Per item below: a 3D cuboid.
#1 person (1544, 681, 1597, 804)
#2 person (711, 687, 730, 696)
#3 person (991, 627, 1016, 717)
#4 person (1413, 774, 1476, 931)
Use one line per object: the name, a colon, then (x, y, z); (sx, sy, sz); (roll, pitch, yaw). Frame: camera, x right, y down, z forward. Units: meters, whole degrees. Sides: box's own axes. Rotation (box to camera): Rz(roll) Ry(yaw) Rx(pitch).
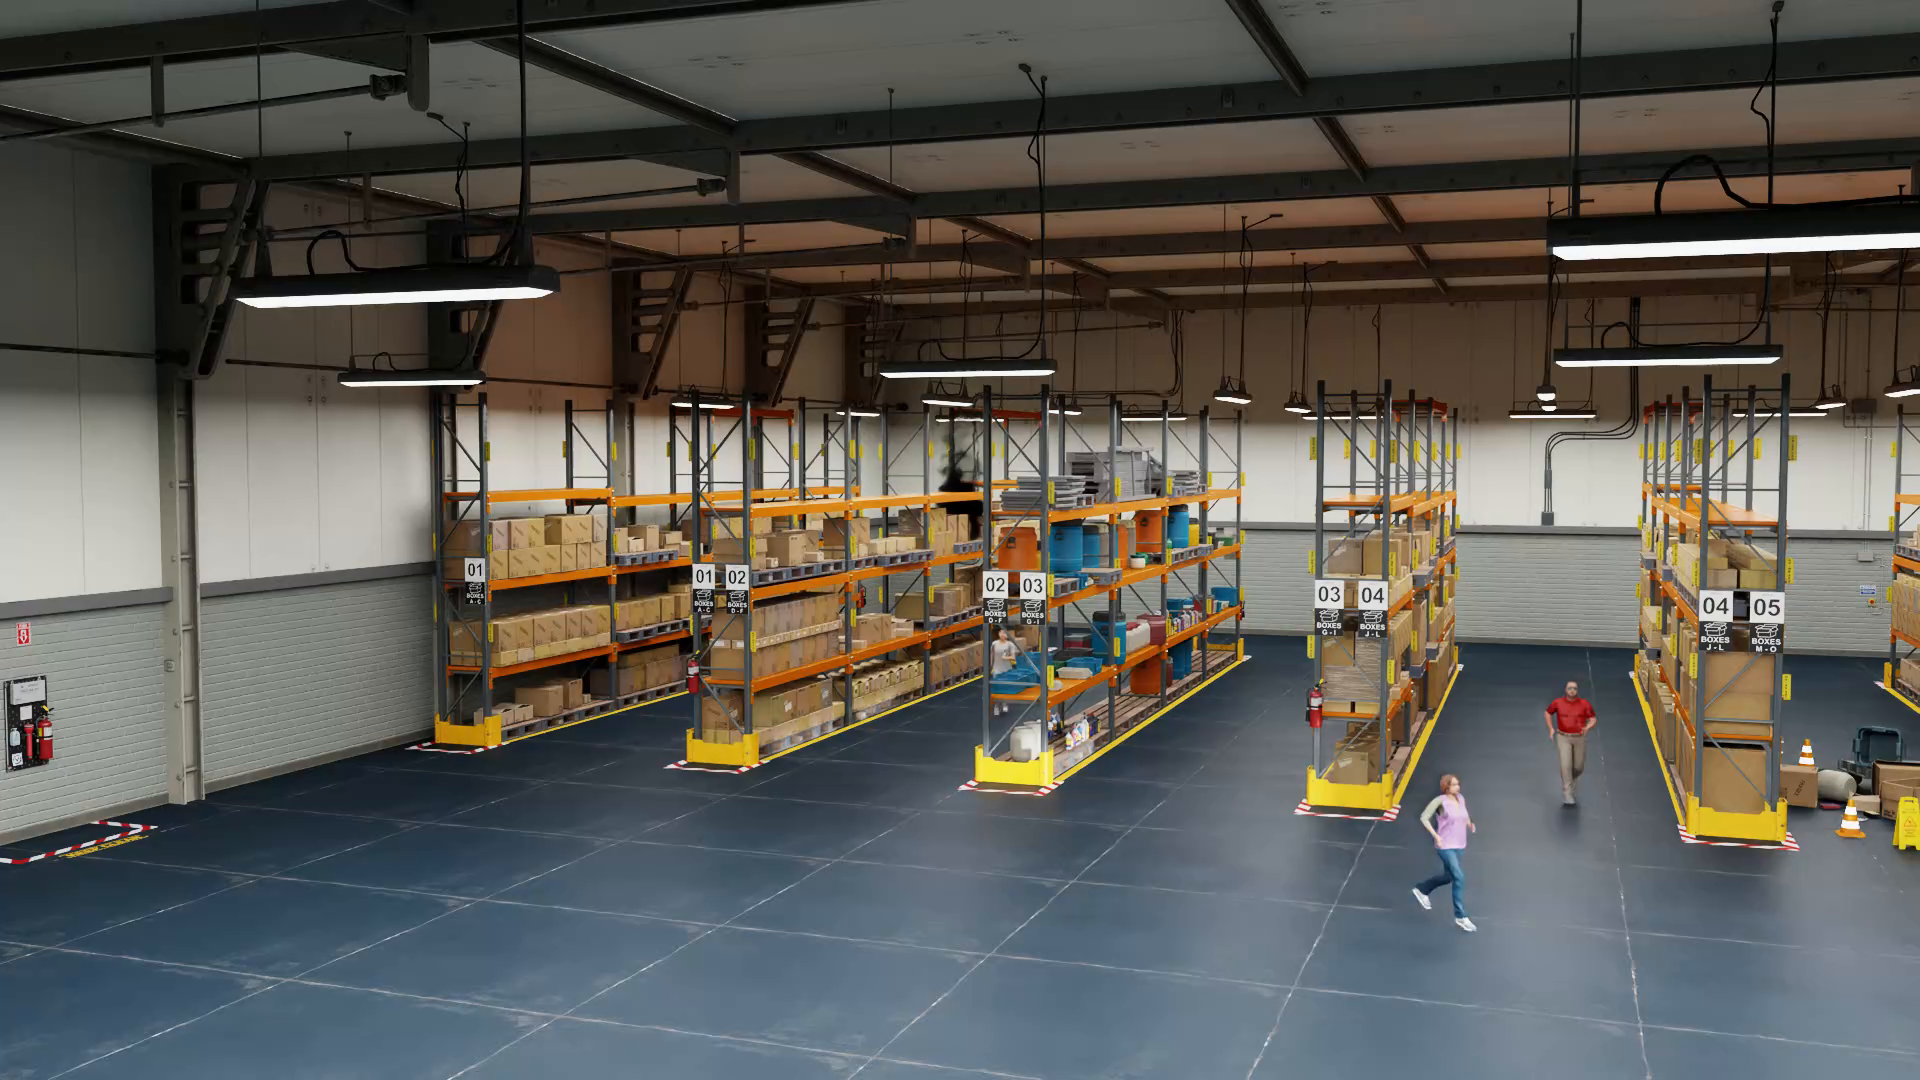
person: (8.756, 2.867, 23.850); (0.691, 1.701, 0.929); (1, 3, 13)
person: (-4.328, 2.613, 30.382); (0.551, 1.568, 0.779); (1, 3, 25)
person: (0.792, 2.501, 31.510); (0.538, 1.675, 0.706); (0, 3, 7)
person: (5.168, 3.265, 17.644); (0.526, 1.606, 0.815); (-2, 4, -35)
